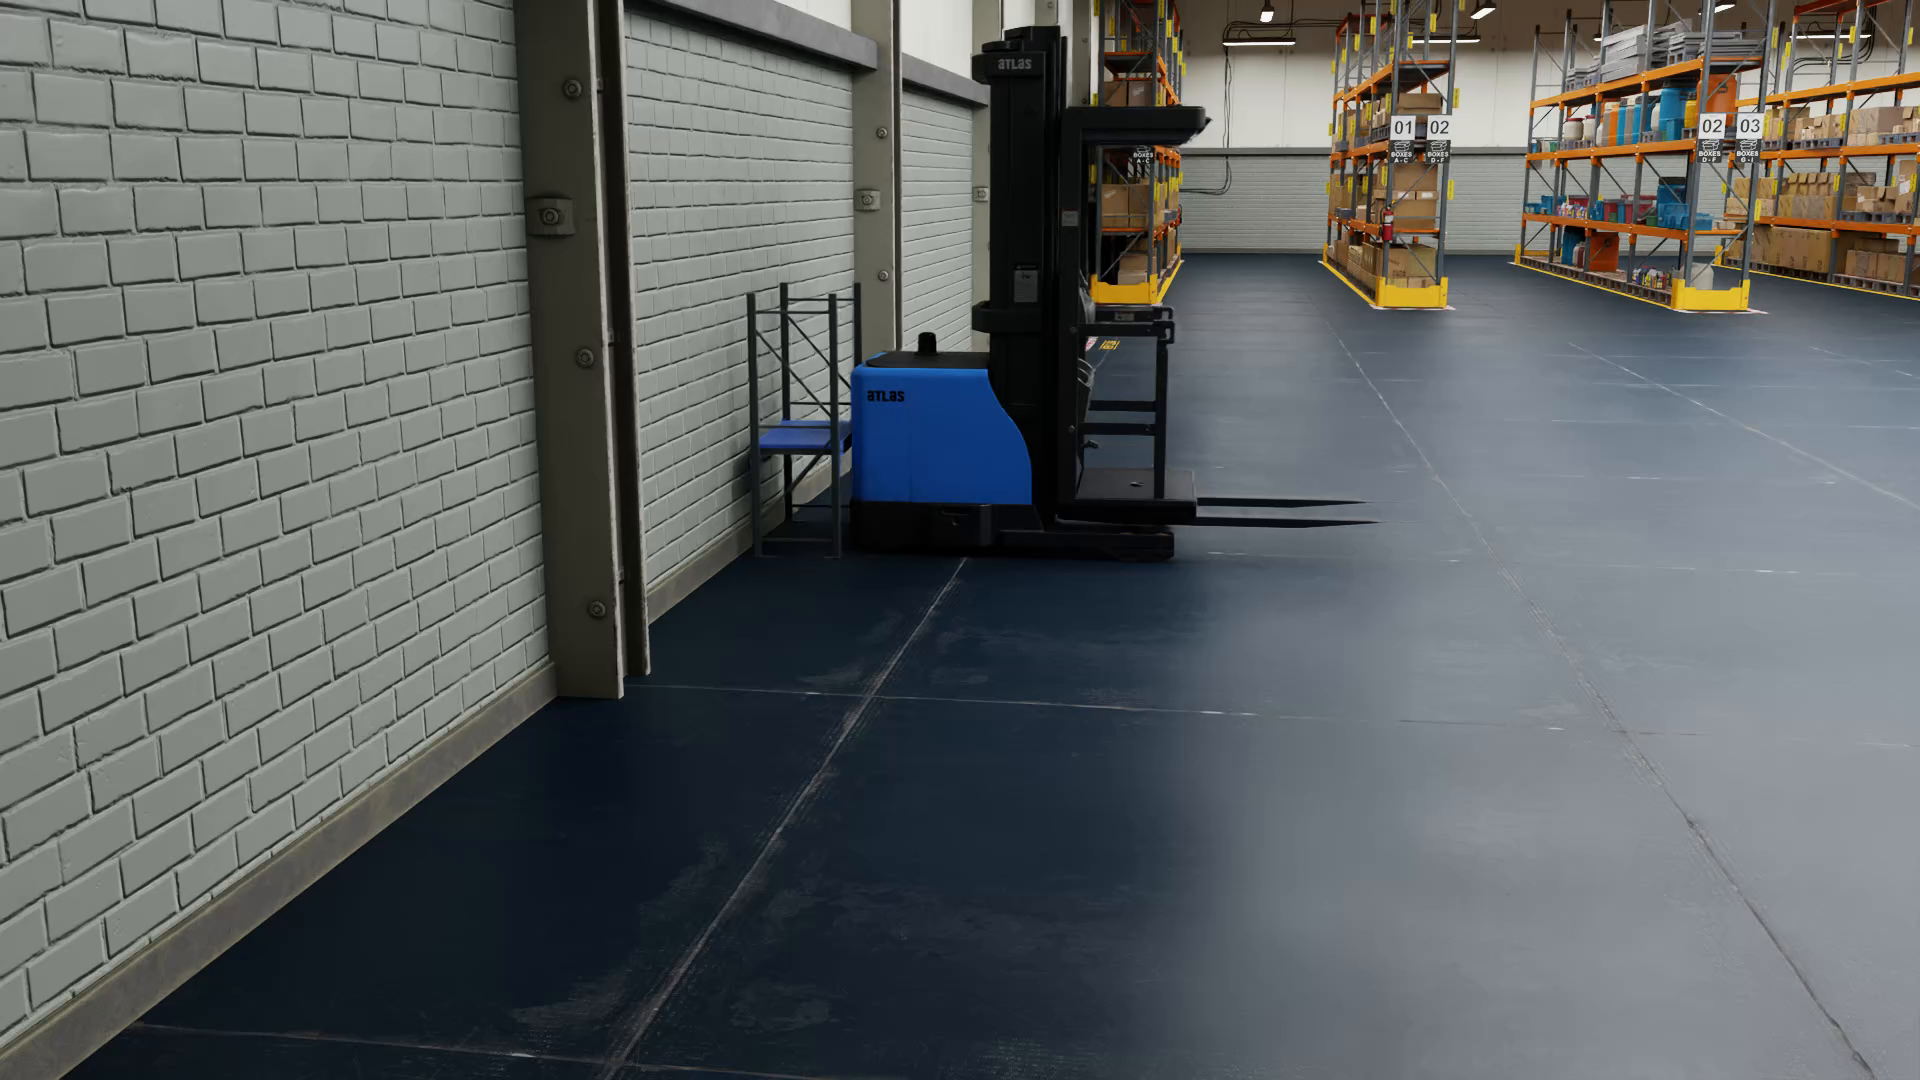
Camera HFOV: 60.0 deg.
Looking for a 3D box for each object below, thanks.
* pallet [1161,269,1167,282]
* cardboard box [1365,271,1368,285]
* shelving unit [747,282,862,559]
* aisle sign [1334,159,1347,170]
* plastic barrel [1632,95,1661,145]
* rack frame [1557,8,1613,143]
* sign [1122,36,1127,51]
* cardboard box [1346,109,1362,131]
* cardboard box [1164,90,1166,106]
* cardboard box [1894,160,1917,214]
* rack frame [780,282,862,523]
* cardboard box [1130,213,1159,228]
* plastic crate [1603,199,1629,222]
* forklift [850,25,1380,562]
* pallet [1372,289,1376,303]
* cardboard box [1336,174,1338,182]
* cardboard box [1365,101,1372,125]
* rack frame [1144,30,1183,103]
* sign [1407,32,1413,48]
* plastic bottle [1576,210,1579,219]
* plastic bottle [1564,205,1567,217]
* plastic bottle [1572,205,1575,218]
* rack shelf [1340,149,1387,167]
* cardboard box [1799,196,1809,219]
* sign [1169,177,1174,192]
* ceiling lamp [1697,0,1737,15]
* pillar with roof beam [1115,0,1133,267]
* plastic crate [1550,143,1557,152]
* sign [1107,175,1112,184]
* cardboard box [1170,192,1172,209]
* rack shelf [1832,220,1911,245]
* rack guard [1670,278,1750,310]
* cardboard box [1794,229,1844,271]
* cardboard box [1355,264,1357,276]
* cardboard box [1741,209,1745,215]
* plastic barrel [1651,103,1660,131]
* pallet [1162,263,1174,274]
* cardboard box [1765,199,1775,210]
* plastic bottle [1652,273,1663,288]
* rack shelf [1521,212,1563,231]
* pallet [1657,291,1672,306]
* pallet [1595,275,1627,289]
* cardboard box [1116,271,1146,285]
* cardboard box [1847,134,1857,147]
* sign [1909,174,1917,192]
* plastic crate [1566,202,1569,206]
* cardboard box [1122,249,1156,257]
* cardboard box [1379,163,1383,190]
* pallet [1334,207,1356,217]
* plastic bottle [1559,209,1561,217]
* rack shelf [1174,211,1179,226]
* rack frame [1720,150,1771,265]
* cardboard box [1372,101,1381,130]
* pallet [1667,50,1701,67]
[{"bbox_3d":[4.006,-5.813,36.466,1.003,0.211,1.213,2,12,9],"label":"pallet"},{"bbox_3d":[7.873,-4.913,31.200,0.500,0.250,0.500,2,12,9],"label":"cardboard box"},{"bbox_3d":[-0.893,-0.739,9.861,0.538,1.500,1.048,1,12,4],"label":"shelving unit"},{"bbox_3d":[9.974,-10.139,43.749,0.394,0.787,0.004,2,12,9],"label":"aisle sign"},{"bbox_3d":[13.165,-8.009,31.728,0.600,0.901,0.708,2,12,9],"label":"plastic barrel"},{"bbox_3d":[14.532,-10.783,38.669,1.000,3.000,0.127,2,12,9],"label":"rack frame"},{"bbox_3d":[3.579,-10.823,36.259,0.100,0.325,0.005,2,12,9],"label":"sign"},{"bbox_3d":[9.675,-10.118,40.093,0.700,0.500,0.500,2,12,9],"label":"cardboard box"},{"bbox_3d":[3.629,-8.292,31.570,0.500,0.500,0.500,3,12,12],"label":"cardboard box"},{"bbox_3d":[18.456,-6.684,31.468,1.000,1.000,1.000,2,12,9],"label":"cardboard box"},{"bbox_3d":[-0.855,-0.845,10.356,0.500,1.500,0.032,1,12,4],"label":"rack frame"},{"bbox_3d":[3.286,-5.701,29.636,0.500,0.250,0.500,2,12,7],"label":"cardboard box"},{"bbox_3d":[13.366,-6.723,33.915,0.402,0.464,0.583,2,12,9],"label":"plastic crate"},{"bbox_3d":[0.915,-1.425,9.648,3.031,2.935,1.130,1,12,6],"label":"forklift"},{"bbox_3d":[7.869,-4.311,29.497,1.003,0.211,1.213,2,12,9],"label":"pallet"},{"bbox_3d":[9.536,-8.770,40.956,0.500,0.500,0.500,2,12,8],"label":"cardboard box"},{"bbox_3d":[9.096,-9.274,36.174,0.500,0.500,0.500,2,12,9],"label":"cardboard box"},{"bbox_3d":[5.358,-11.937,44.022,1.000,3.000,0.127,2,12,9],"label":"rack frame"},{"bbox_3d":[9.572,-10.629,35.358,0.100,0.325,0.005,2,12,9],"label":"sign"},{"bbox_3d":[13.734,-7.232,36.903,0.097,0.201,0.097,0,12,0],"label":"plastic bottle"},{"bbox_3d":[13.918,-7.546,38.165,0.061,0.283,0.133,2,12,9],"label":"plastic bottle"},{"bbox_3d":[13.782,-7.363,37.316,0.061,0.283,0.133,2,12,9],"label":"plastic bottle"},{"bbox_3d":[9.331,-8.710,37.877,1.077,0.370,4.000,2,12,9],"label":"rack shelf"},{"bbox_3d":[18.880,-7.335,36.670,0.500,0.500,0.500,2,12,10],"label":"cardboard box"},{"bbox_3d":[4.665,-7.850,36.740,0.100,0.325,0.005,2,12,9],"label":"sign"},{"bbox_3d":[17.169,-13.372,36.827,0.800,3.185,2.000,2,12,9],"label":"ceiling lamp"},{"bbox_3d":[8.250,-11.138,40.317,9.100,9.000,0.548,2,12,9],"label":"pillar with roof beam"},{"bbox_3d":[14.299,-9.311,39.462,0.450,0.188,0.662,2,12,9],"label":"plastic crate"},{"bbox_3d":[2.964,-7.089,33.021,0.100,0.325,0.005,2,12,9],"label":"sign"},{"bbox_3d":[4.545,-7.744,37.818,0.500,0.500,0.500,2,12,11],"label":"cardboard box"},{"bbox_3d":[18.503,-6.089,32.836,1.077,0.370,4.000,2,12,9],"label":"rack shelf"},{"bbox_3d":[12.652,-4.148,28.053,1.175,0.500,0.348,2,12,9],"label":"rack guard"},{"bbox_3d":[19.082,-6.352,36.395,1.225,0.875,0.875,2,12,9],"label":"cardboard box"},{"bbox_3d":[8.343,-5.515,33.994,0.500,0.250,0.500,2,12,10],"label":"cardboard box"},{"bbox_3d":[19.465,-8.069,40.911,0.380,0.149,0.250,2,12,8],"label":"cardboard box"},{"bbox_3d":[13.041,-7.828,30.815,0.421,0.512,0.421,0,12,0],"label":"plastic barrel"},{"bbox_3d":[4.513,-6.391,39.145,1.003,0.211,1.213,2,12,9],"label":"pallet"},{"bbox_3d":[19.235,-7.862,39.006,0.500,0.250,0.500,2,12,8],"label":"cardboard box"},{"bbox_3d":[12.602,-4.684,30.029,0.152,0.276,0.135,2,12,9],"label":"plastic bottle"},{"bbox_3d":[14.840,-7.915,41.308,1.077,0.370,4.000,2,12,9],"label":"rack shelf"},{"bbox_3d":[12.782,-4.176,28.868,1.003,0.211,1.213,2,12,9],"label":"pallet"},{"bbox_3d":[13.569,-5.241,33.813,1.003,0.211,1.213,2,12,9],"label":"pallet"},{"bbox_3d":[3.093,-4.715,30.091,0.500,0.311,0.500,0,12,2],"label":"cardboard box"},{"bbox_3d":[18.487,-8.161,33.976,0.500,0.250,0.500,2,12,10],"label":"cardboard box"},{"bbox_3d":[17.647,-6.608,30.787,0.100,0.325,0.005,2,12,9],"label":"sign"},{"bbox_3d":[14.949,-8.134,40.754,0.437,0.282,0.530,2,12,9],"label":"plastic crate"},{"bbox_3d":[3.758,-5.867,34.987,0.700,0.500,0.500,2,12,9],"label":"cardboard box"},{"bbox_3d":[8.269,-6.832,31.256,0.700,0.500,0.500,2,12,9],"label":"cardboard box"},{"bbox_3d":[9.407,-7.755,39.314,1.003,0.211,1.213,2,12,9],"label":"pallet"},{"bbox_3d":[14.034,-7.638,38.788,0.097,0.201,0.097,0,12,0],"label":"plastic bottle"},{"bbox_3d":[5.051,-8.236,42.798,1.077,0.370,4.000,2,12,9],"label":"rack shelf"},{"bbox_3d":[20.041,-8.523,42.420,1.000,3.000,0.127,2,12,9],"label":"rack frame"},{"bbox_3d":[8.070,-8.039,31.489,0.500,0.500,0.500,3,13,13],"label":"cardboard box"},{"bbox_3d":[13.017,-8.403,29.021,1.003,0.211,1.213,2,12,9],"label":"pallet"}]
